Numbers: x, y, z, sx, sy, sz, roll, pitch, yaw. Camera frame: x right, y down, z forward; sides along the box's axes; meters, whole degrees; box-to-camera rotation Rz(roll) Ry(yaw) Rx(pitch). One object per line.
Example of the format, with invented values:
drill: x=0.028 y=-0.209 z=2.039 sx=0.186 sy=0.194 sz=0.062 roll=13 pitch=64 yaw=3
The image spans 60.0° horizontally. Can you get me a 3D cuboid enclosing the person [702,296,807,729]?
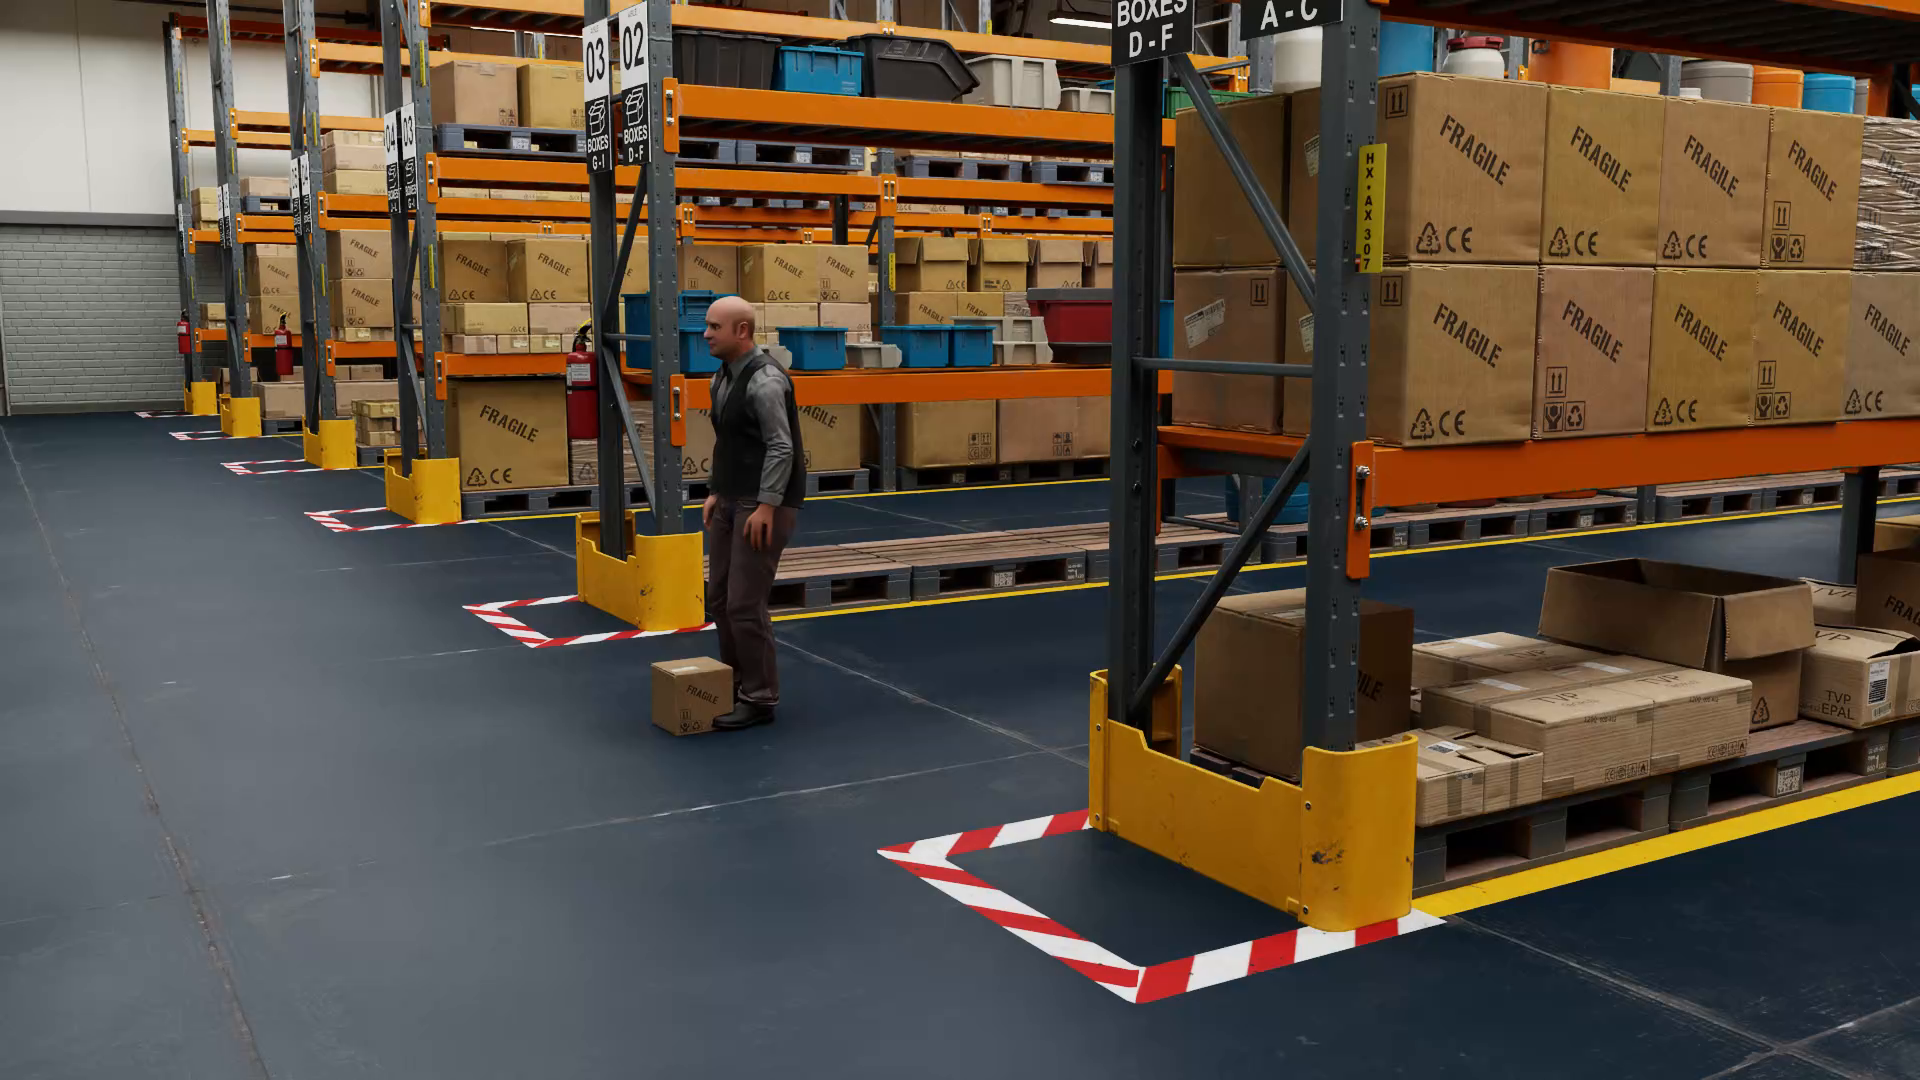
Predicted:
person: x=-0.867 y=-0.120 z=6.752 sx=0.460 sy=1.722 sz=0.580 roll=-5 pitch=9 yaw=-31
